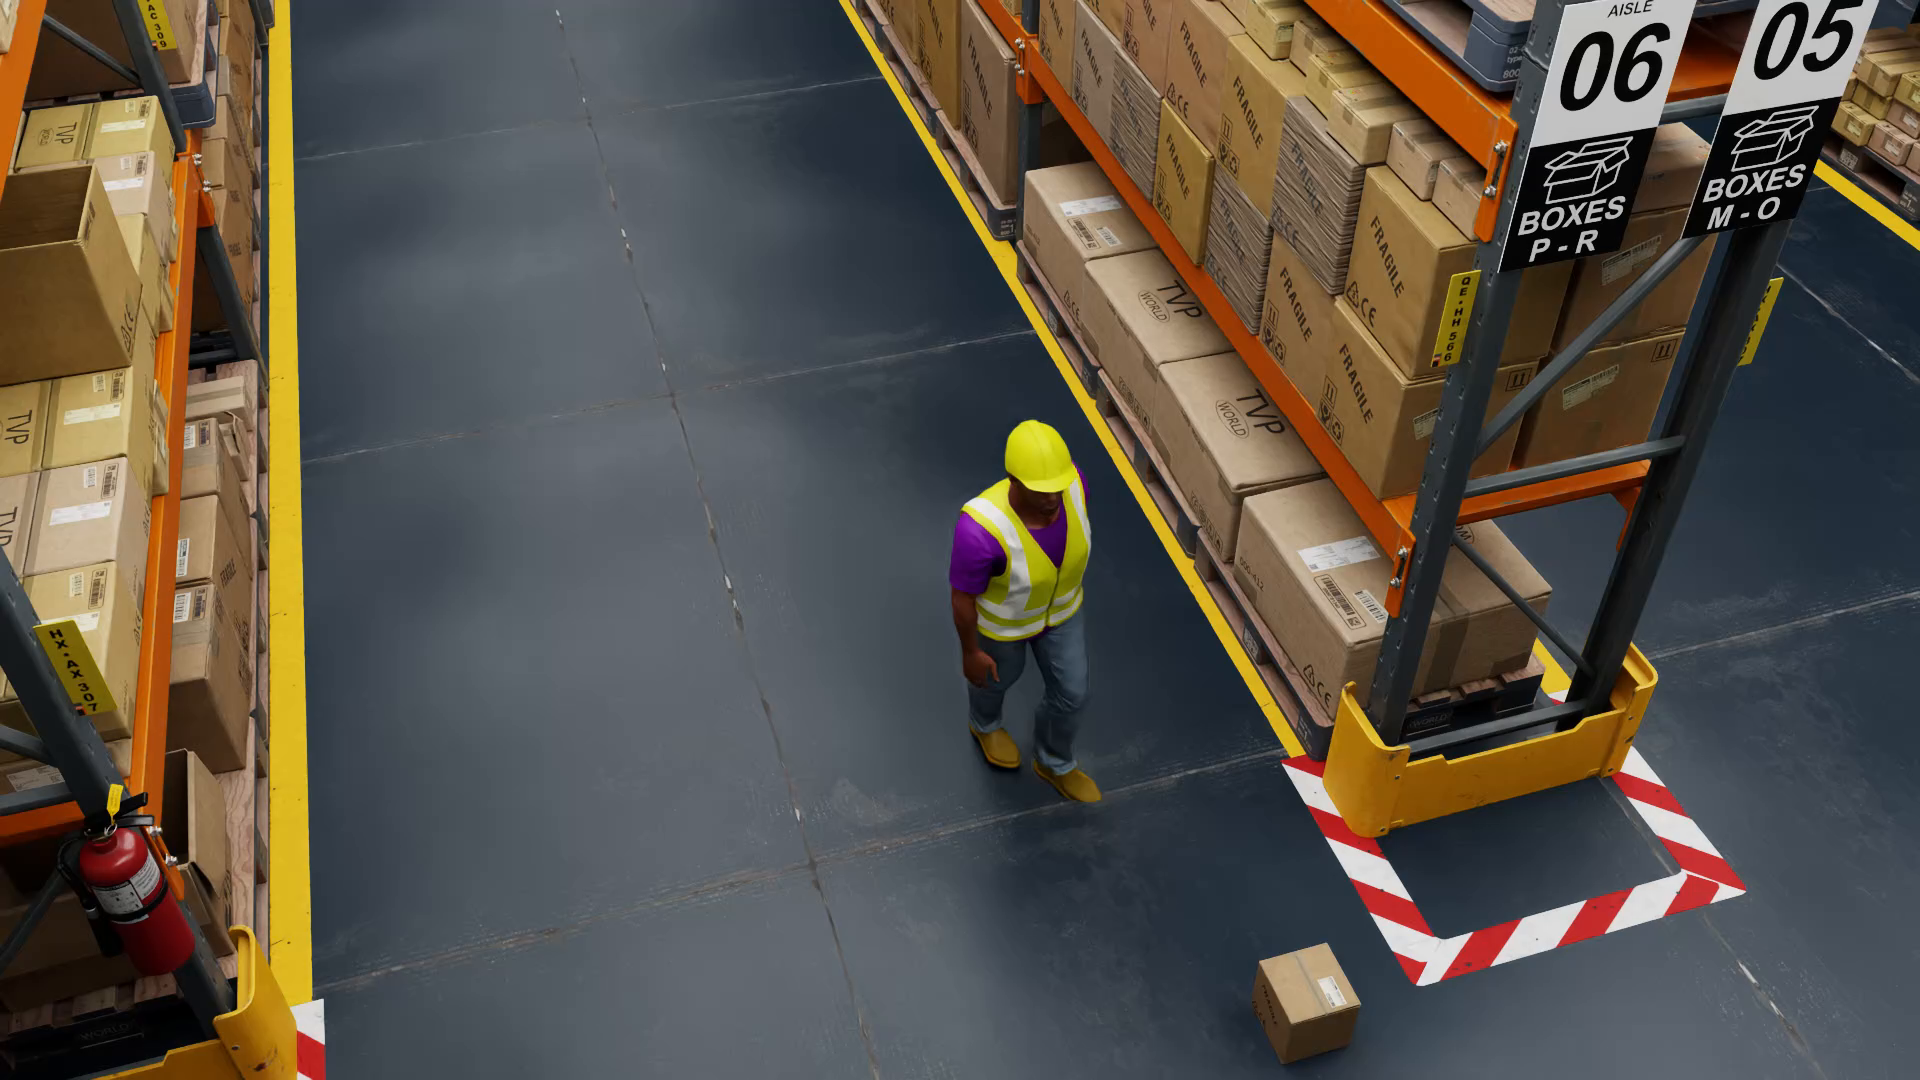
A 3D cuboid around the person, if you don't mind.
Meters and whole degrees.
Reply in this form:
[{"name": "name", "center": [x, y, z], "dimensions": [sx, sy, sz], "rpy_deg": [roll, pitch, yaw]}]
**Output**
[{"name": "person", "center": [0.206, 0.255, 5.883], "dimensions": [0.607, 1.804, 0.590], "rpy_deg": [-21, 46, -22]}]
